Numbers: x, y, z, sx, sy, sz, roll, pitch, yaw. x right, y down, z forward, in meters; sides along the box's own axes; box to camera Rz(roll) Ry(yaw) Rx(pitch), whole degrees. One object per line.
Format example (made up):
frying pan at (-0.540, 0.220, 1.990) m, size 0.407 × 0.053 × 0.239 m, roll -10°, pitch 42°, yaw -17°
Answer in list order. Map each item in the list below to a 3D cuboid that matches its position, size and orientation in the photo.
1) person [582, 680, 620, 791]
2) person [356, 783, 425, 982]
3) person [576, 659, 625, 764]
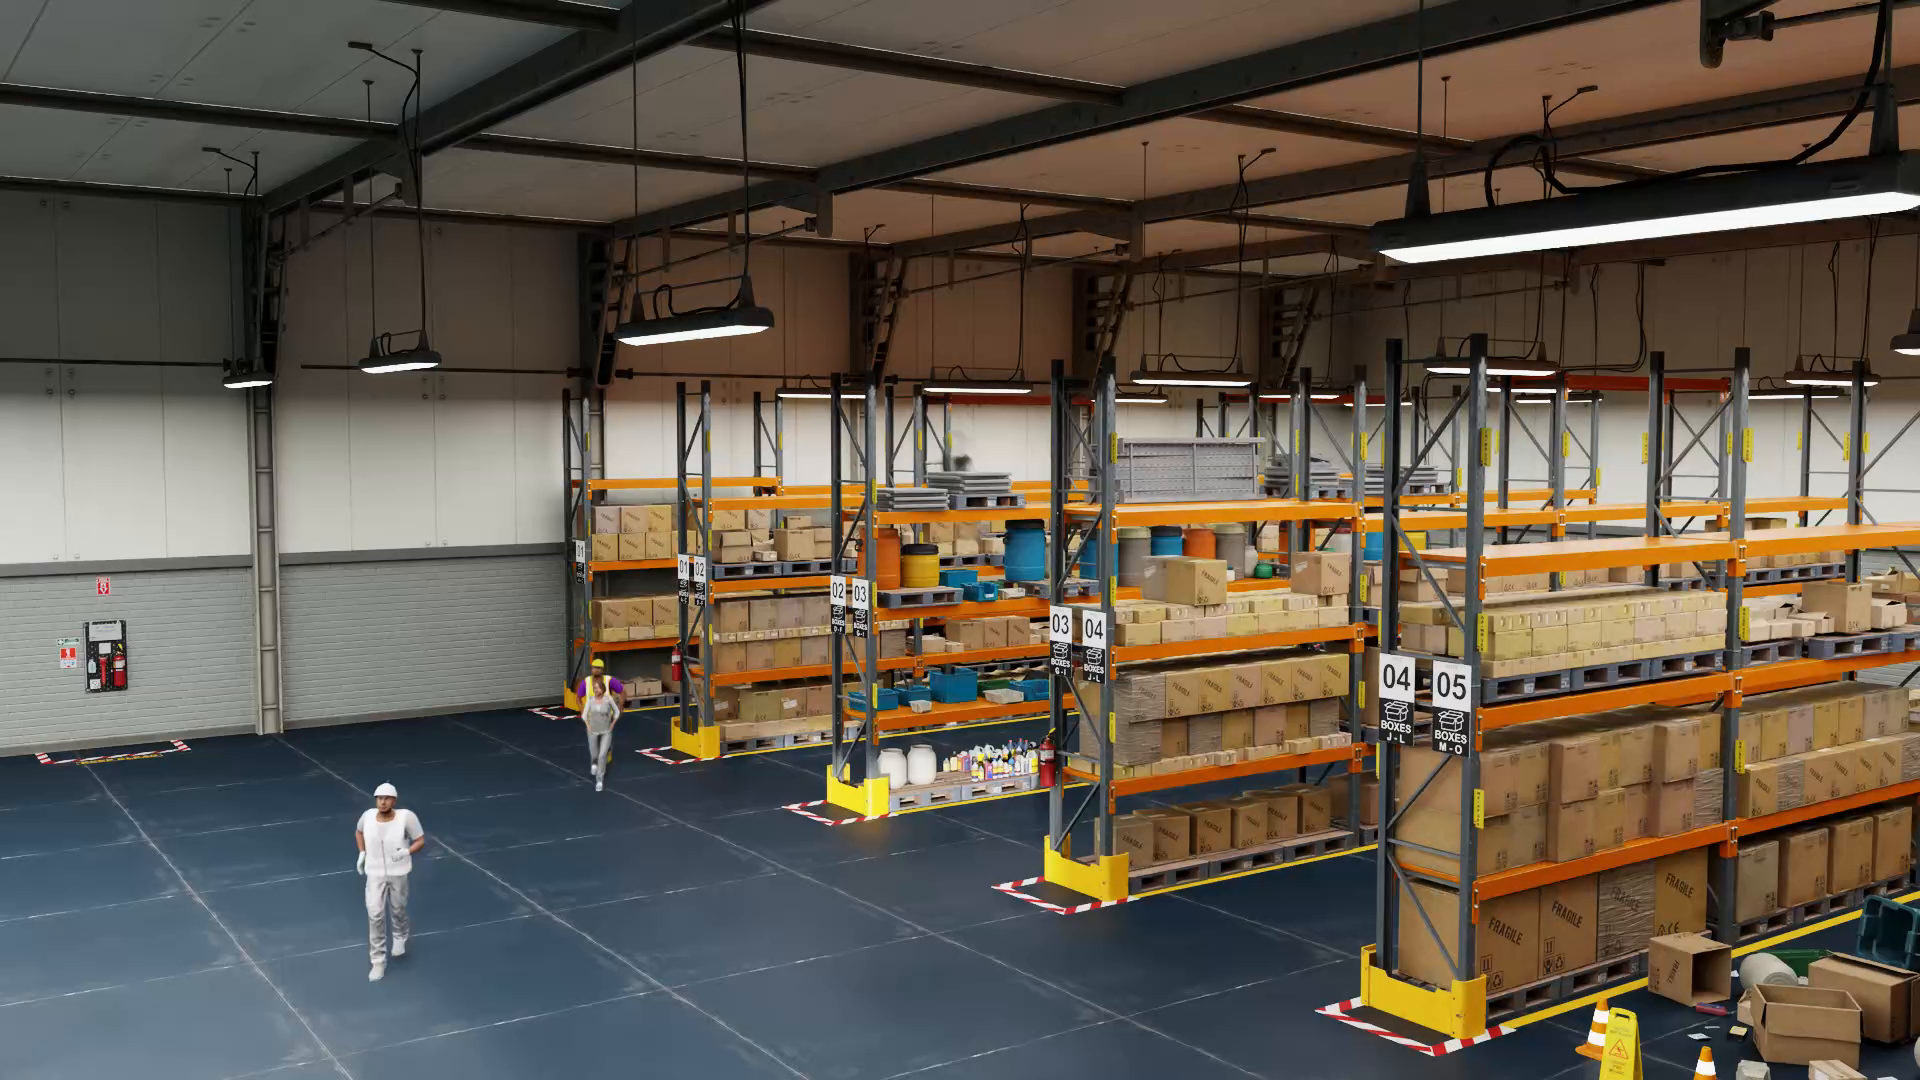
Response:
person at (-5.245, 2.832, 24.343) m, size 0.542 × 1.585 × 0.678 m, roll 0°, pitch 4°, yaw -6°
person at (-5.499, 3.238, 16.053) m, size 0.668 × 1.816 × 0.860 m, roll -1°, pitch 4°, yaw -12°
person at (-5.512, 2.675, 25.444) m, size 0.742 × 1.722 × 0.606 m, roll 0°, pitch 4°, yaw -3°
